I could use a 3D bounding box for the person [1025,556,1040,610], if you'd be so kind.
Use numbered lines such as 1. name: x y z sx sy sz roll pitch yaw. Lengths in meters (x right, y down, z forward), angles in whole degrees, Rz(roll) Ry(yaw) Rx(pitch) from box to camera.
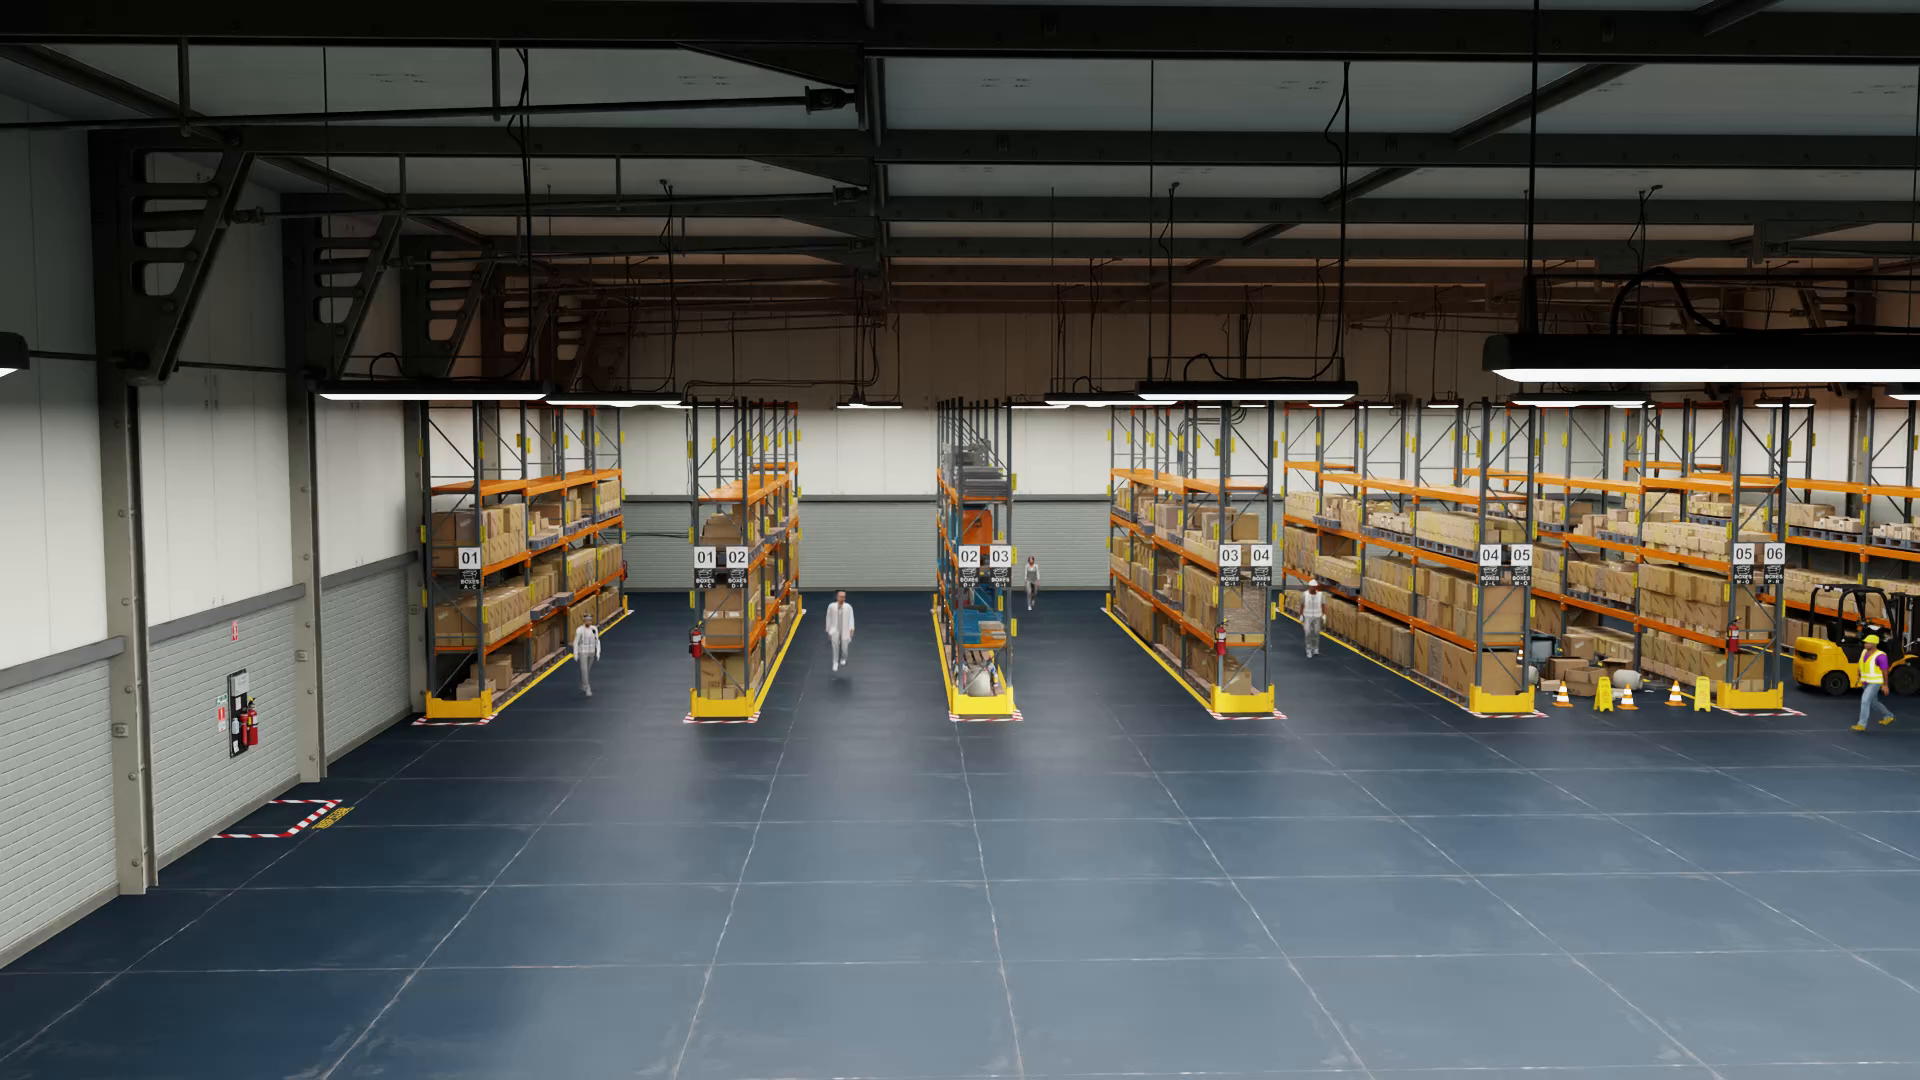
1. person: 2.079 1.220 48.031 0.421 1.563 0.760 0 4 -4

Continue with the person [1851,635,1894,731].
1. person: 16.384 2.548 29.832 1.005 1.722 0.611 -1 5 -14

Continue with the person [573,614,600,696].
1. person: -7.526 2.288 33.644 0.509 1.619 0.951 -4 6 -40

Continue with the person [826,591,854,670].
1. person: -2.568 1.932 35.699 0.607 1.632 0.740 -1 4 -8

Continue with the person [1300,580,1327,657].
1. person: 8.277 1.845 38.967 0.609 1.840 0.532 1 4 9
